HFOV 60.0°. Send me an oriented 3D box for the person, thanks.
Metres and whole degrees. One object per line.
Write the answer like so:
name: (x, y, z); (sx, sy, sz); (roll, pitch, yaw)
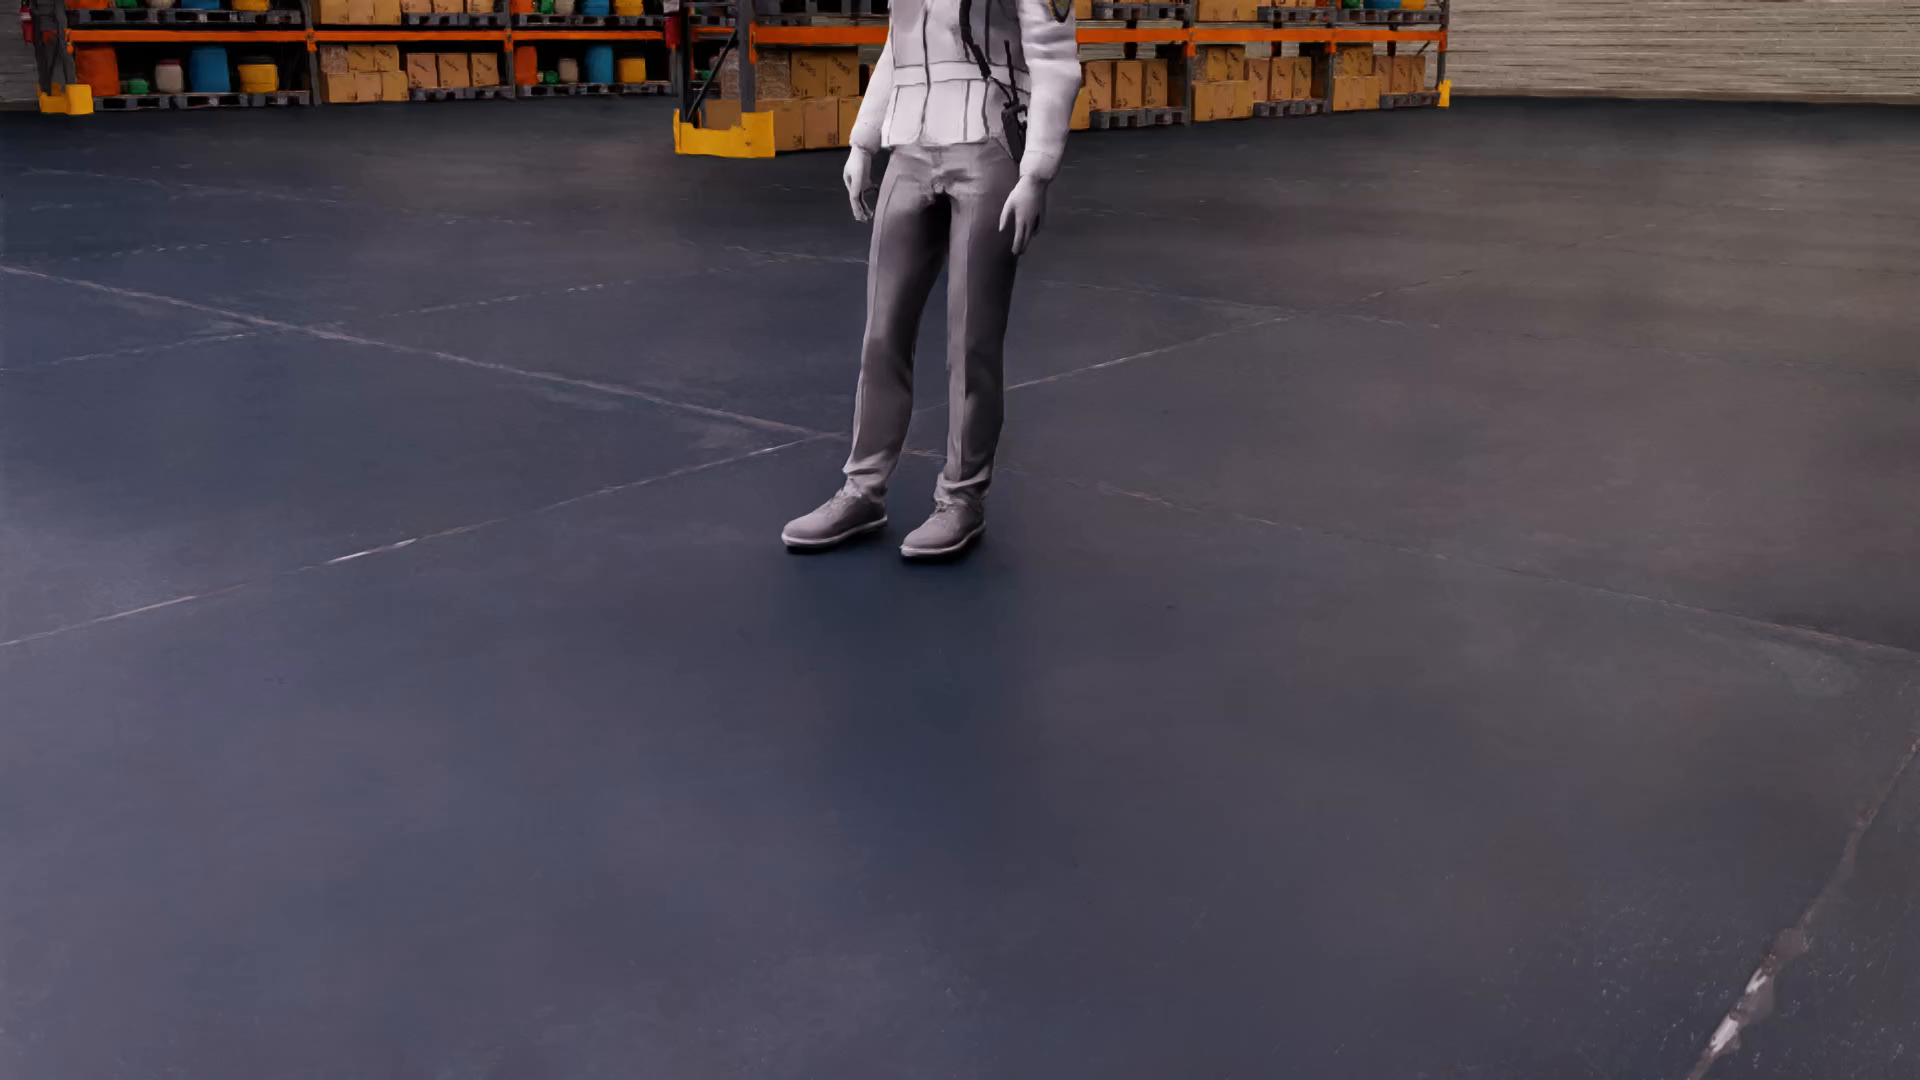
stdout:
person: (-0.049, -0.804, 3.648); (0.586, 1.695, 0.533); (13, 21, 37)
